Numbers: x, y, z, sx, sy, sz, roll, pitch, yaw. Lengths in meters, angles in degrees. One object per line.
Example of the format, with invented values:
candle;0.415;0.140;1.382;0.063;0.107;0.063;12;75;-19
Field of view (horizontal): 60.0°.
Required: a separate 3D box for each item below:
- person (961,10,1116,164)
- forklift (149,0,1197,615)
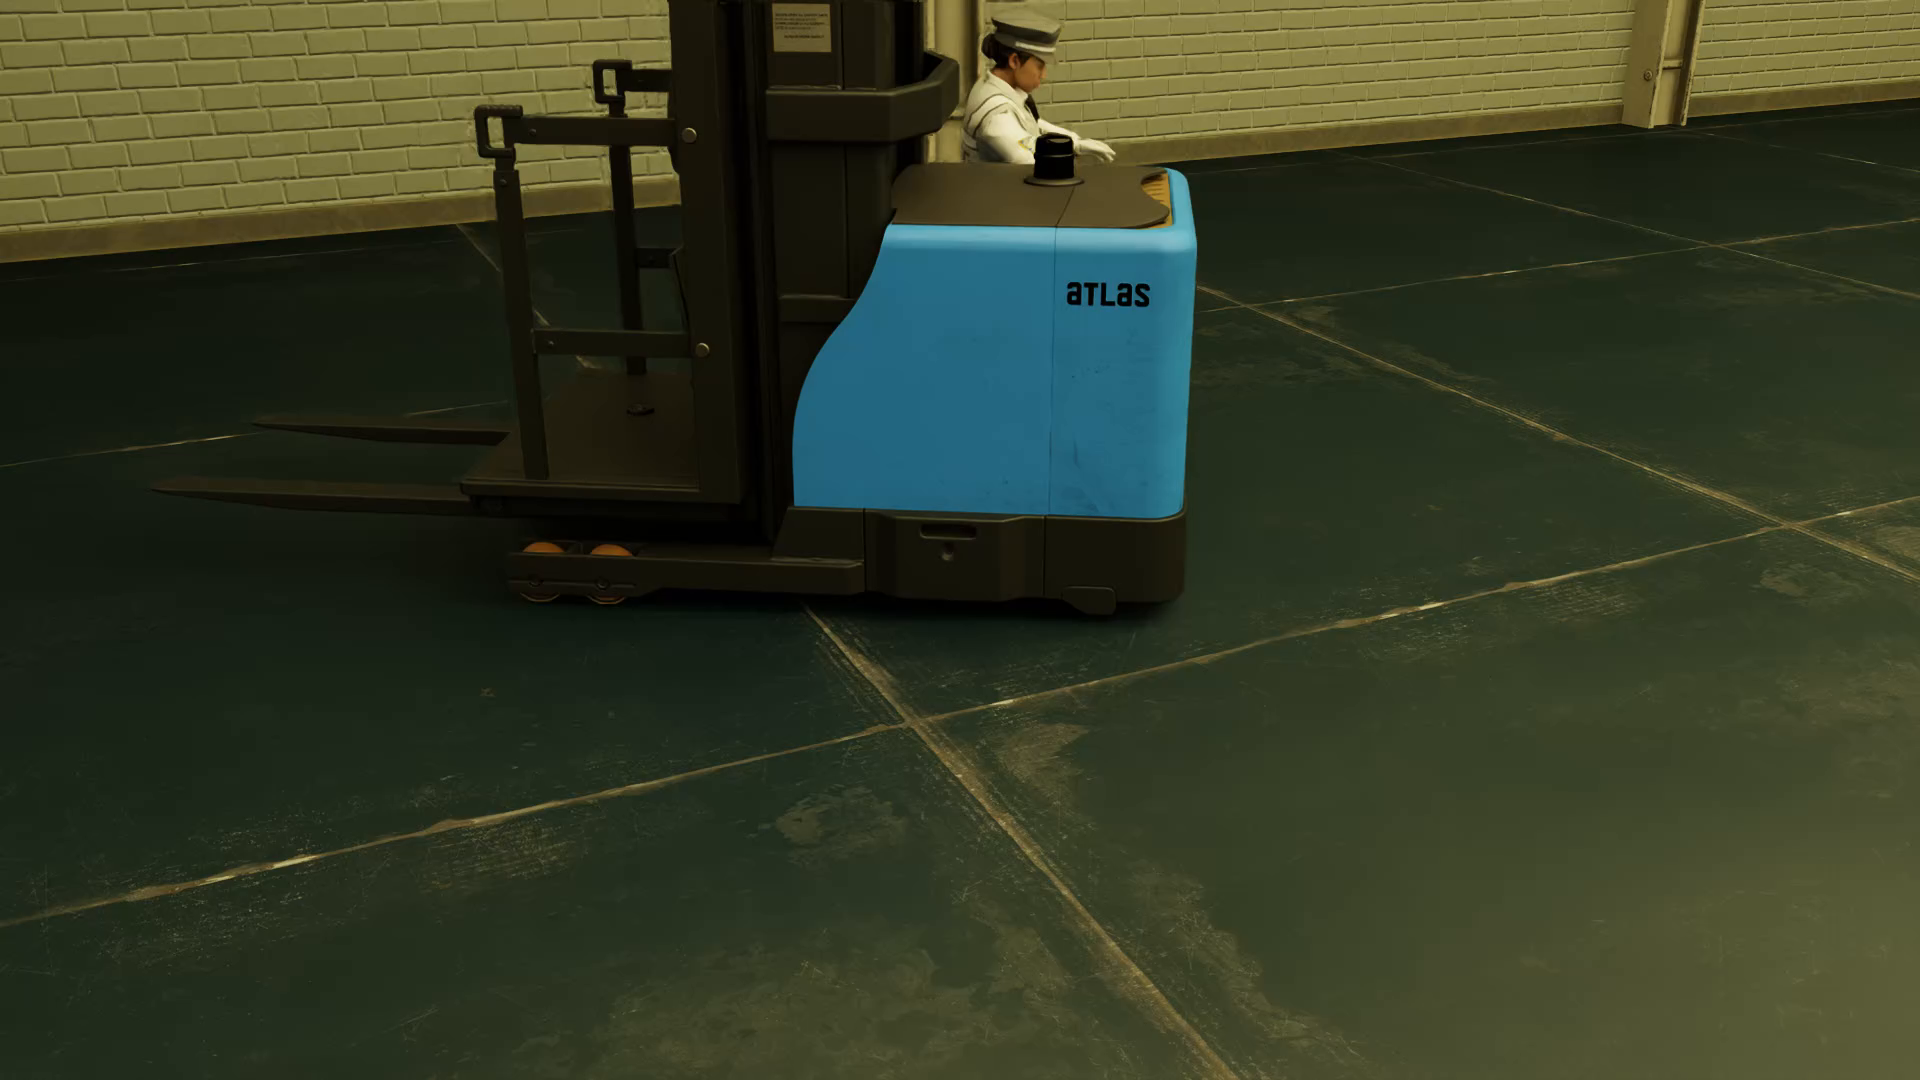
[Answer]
person;0.349;-1.126;5.933;0.727;1.469;0.872;1;23;3
forklift;-0.851;-1.370;4.583;3.031;2.935;1.130;2;23;5
